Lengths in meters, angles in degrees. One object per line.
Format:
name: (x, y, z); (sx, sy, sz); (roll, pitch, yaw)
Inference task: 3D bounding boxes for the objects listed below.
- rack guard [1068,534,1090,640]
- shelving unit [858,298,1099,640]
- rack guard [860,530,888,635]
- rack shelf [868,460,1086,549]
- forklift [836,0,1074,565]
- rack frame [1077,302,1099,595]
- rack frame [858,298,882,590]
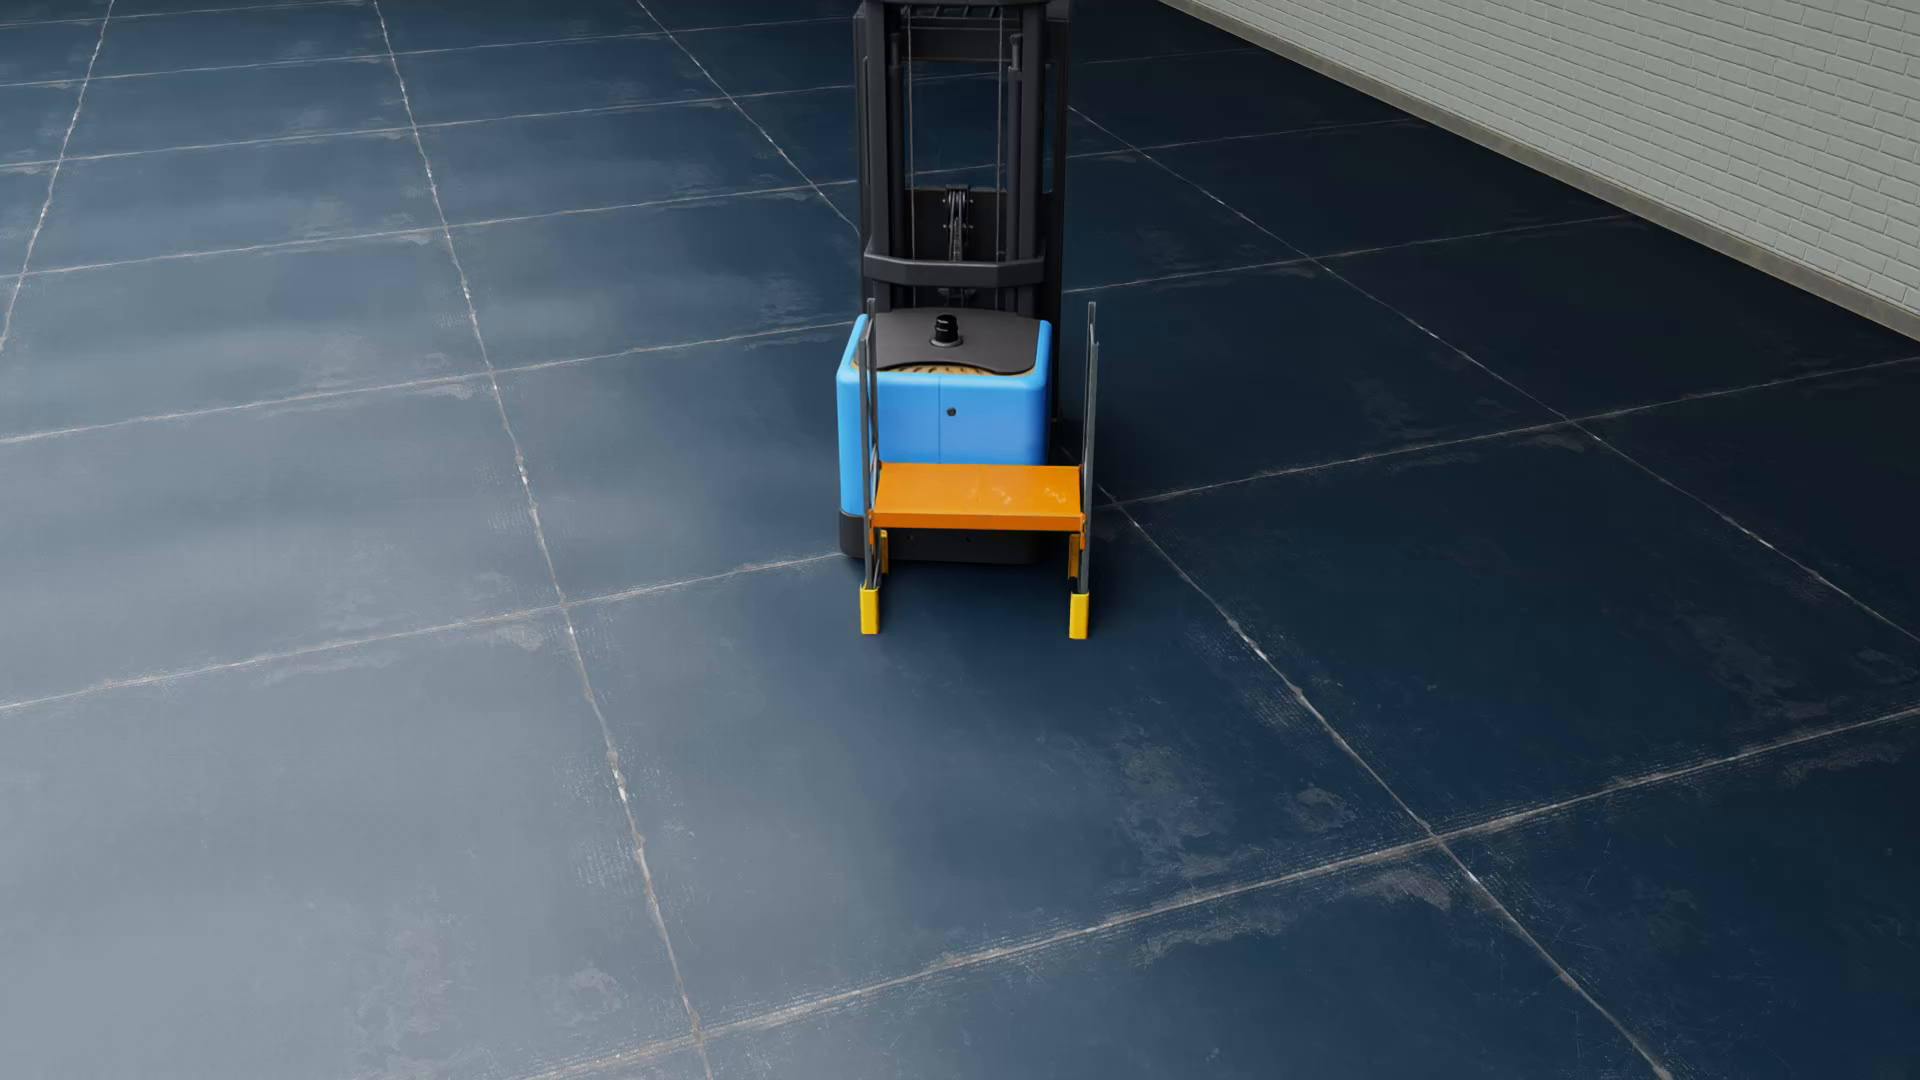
rack guard: (0.577, 0.223, 8.106); (0.087, 0.250, 0.587); (1, 30, 2)
shelving unit: (0.079, -0.331, 7.816); (1.083, 1.500, 0.587); (1, 30, 2)
rack guard: (-0.418, 0.202, 8.143); (0.087, 0.250, 0.587); (1, 30, 2)
rack shelf: (0.089, -0.174, 7.904); (1.000, 0.185, 0.538); (1, 30, 2)
forklift: (0.029, -1.850, 9.037); (1.130, 2.935, 3.031); (2, 30, 4)
rack frame: (0.596, -0.320, 7.796); (0.032, 1.500, 0.500); (1, 30, 2)
rack frame: (-0.419, -0.341, 7.834); (0.032, 1.500, 0.500); (1, 30, 2)
